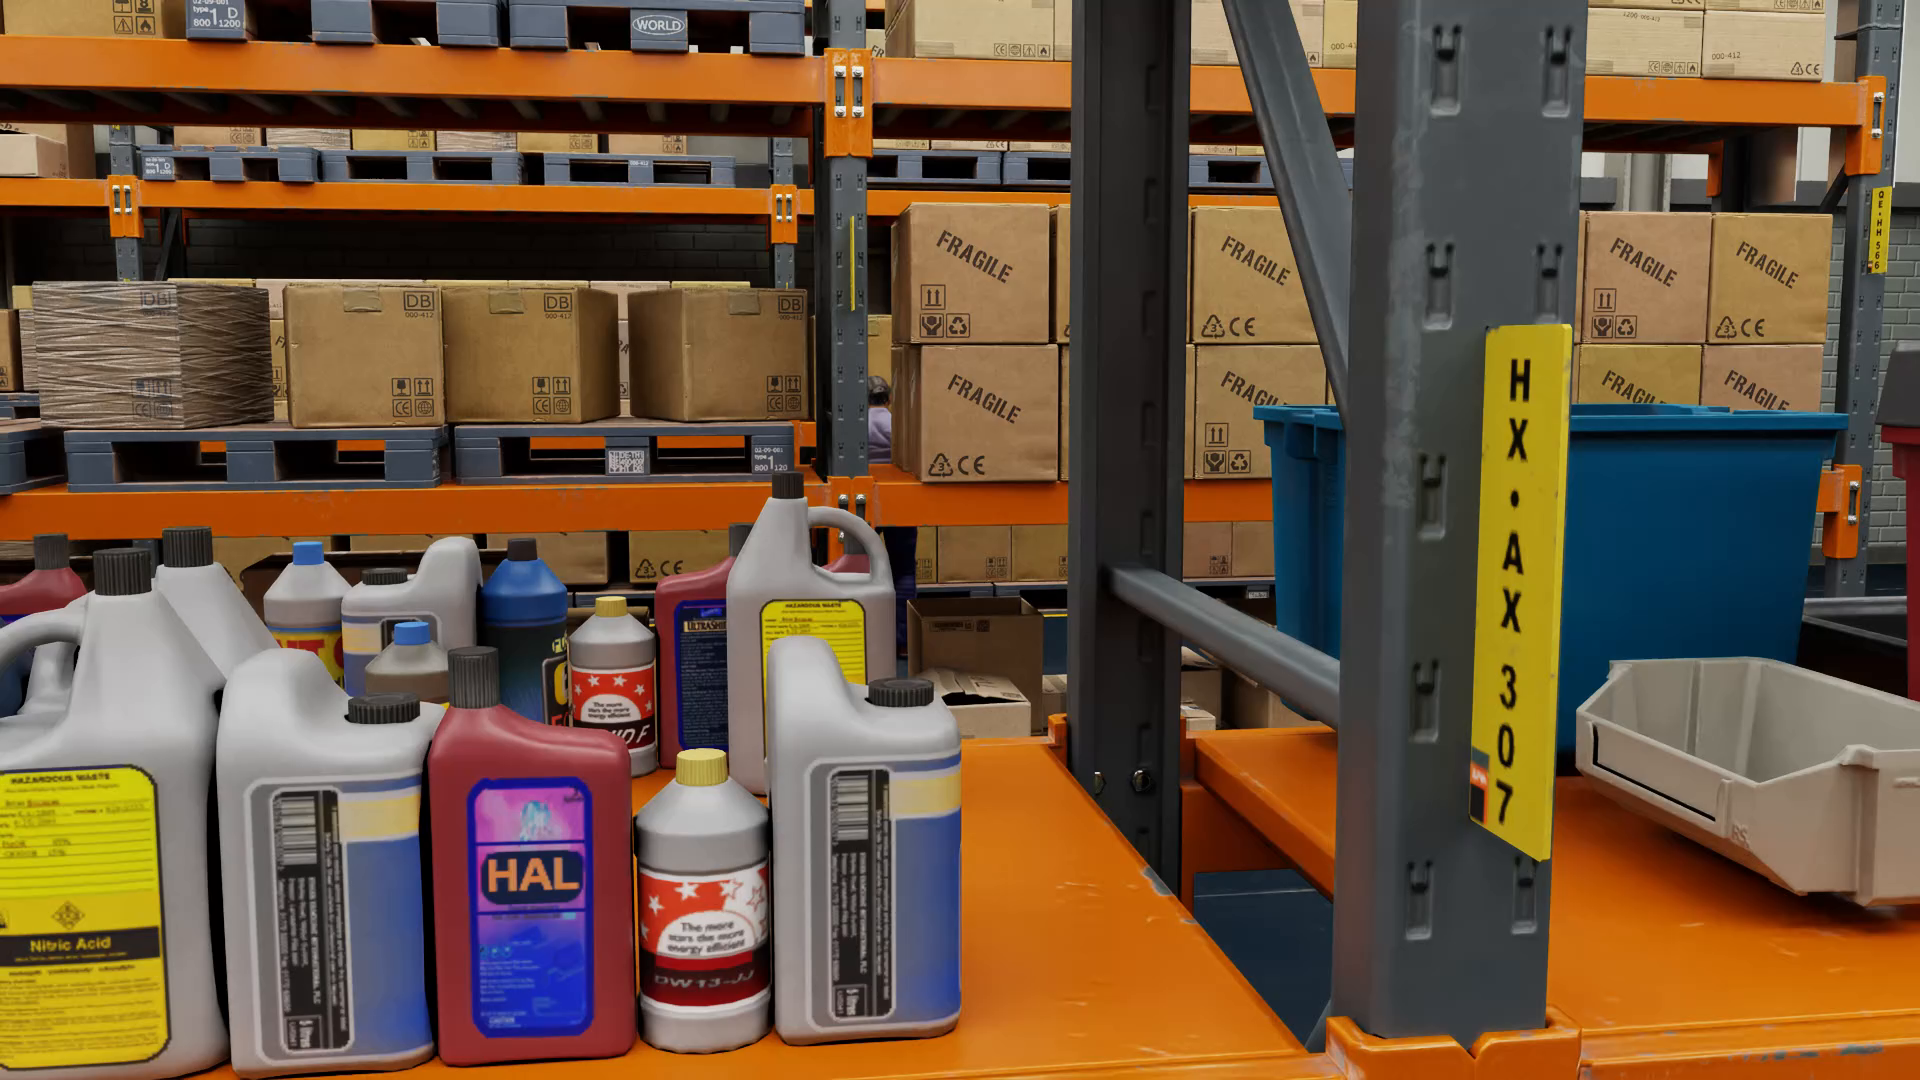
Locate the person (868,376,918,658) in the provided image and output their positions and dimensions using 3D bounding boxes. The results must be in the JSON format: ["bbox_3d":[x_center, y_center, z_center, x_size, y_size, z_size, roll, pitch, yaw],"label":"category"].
[{"bbox_3d":[-0.479,-0.123,9.574,0.480,1.634,0.347,-1,7,-8],"label":"person"}]
